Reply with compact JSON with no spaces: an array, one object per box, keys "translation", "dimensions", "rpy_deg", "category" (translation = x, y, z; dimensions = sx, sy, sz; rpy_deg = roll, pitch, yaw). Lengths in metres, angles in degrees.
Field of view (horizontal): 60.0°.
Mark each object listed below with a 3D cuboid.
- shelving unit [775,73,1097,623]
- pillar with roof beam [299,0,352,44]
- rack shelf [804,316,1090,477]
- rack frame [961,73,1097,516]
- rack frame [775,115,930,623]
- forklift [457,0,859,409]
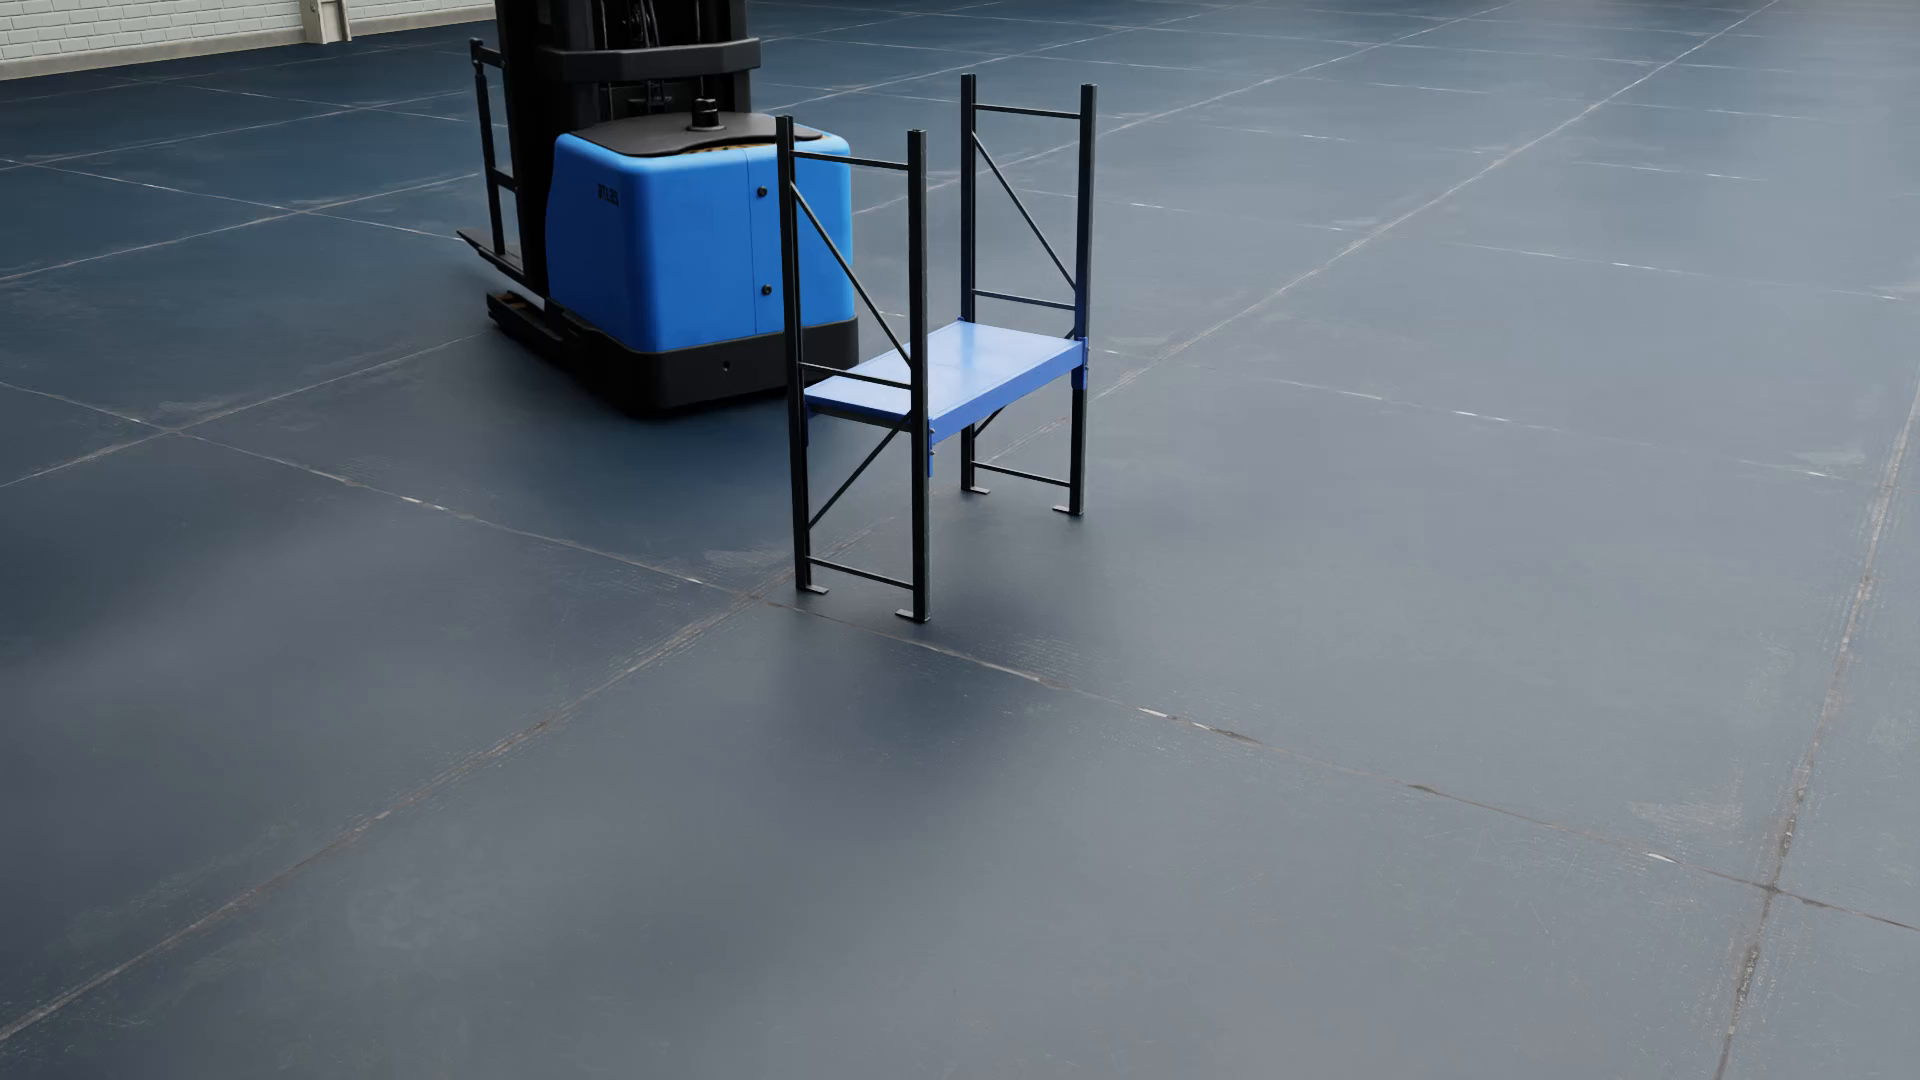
[{"translation":[-0.045,-0.659,5.386],"dimensions":[0.538,1.500,1.048],"rpy_deg":[14,27,29],"category":"shelving unit"},{"translation":[-3.453,-8.843,14.850],"dimensions":[9.100,9.000,0.400],"rpy_deg":[14,27,29],"category":"pillar with roof beam"},{"translation":[-0.045,-0.494,5.457],"dimensions":[0.538,0.185,1.000],"rpy_deg":[14,27,29],"category":"rack shelf"},{"translation":[0.223,-0.831,5.782],"dimensions":[0.500,1.500,0.032],"rpy_deg":[14,27,29],"category":"rack frame"},{"translation":[-0.313,-0.488,4.989],"dimensions":[0.500,1.500,0.032],"rpy_deg":[14,27,29],"category":"rack frame"},{"translation":[-1.663,-2.414,7.638],"dimensions":[1.130,2.935,3.031],"rpy_deg":[-14,27,-30],"category":"forklift"}]
